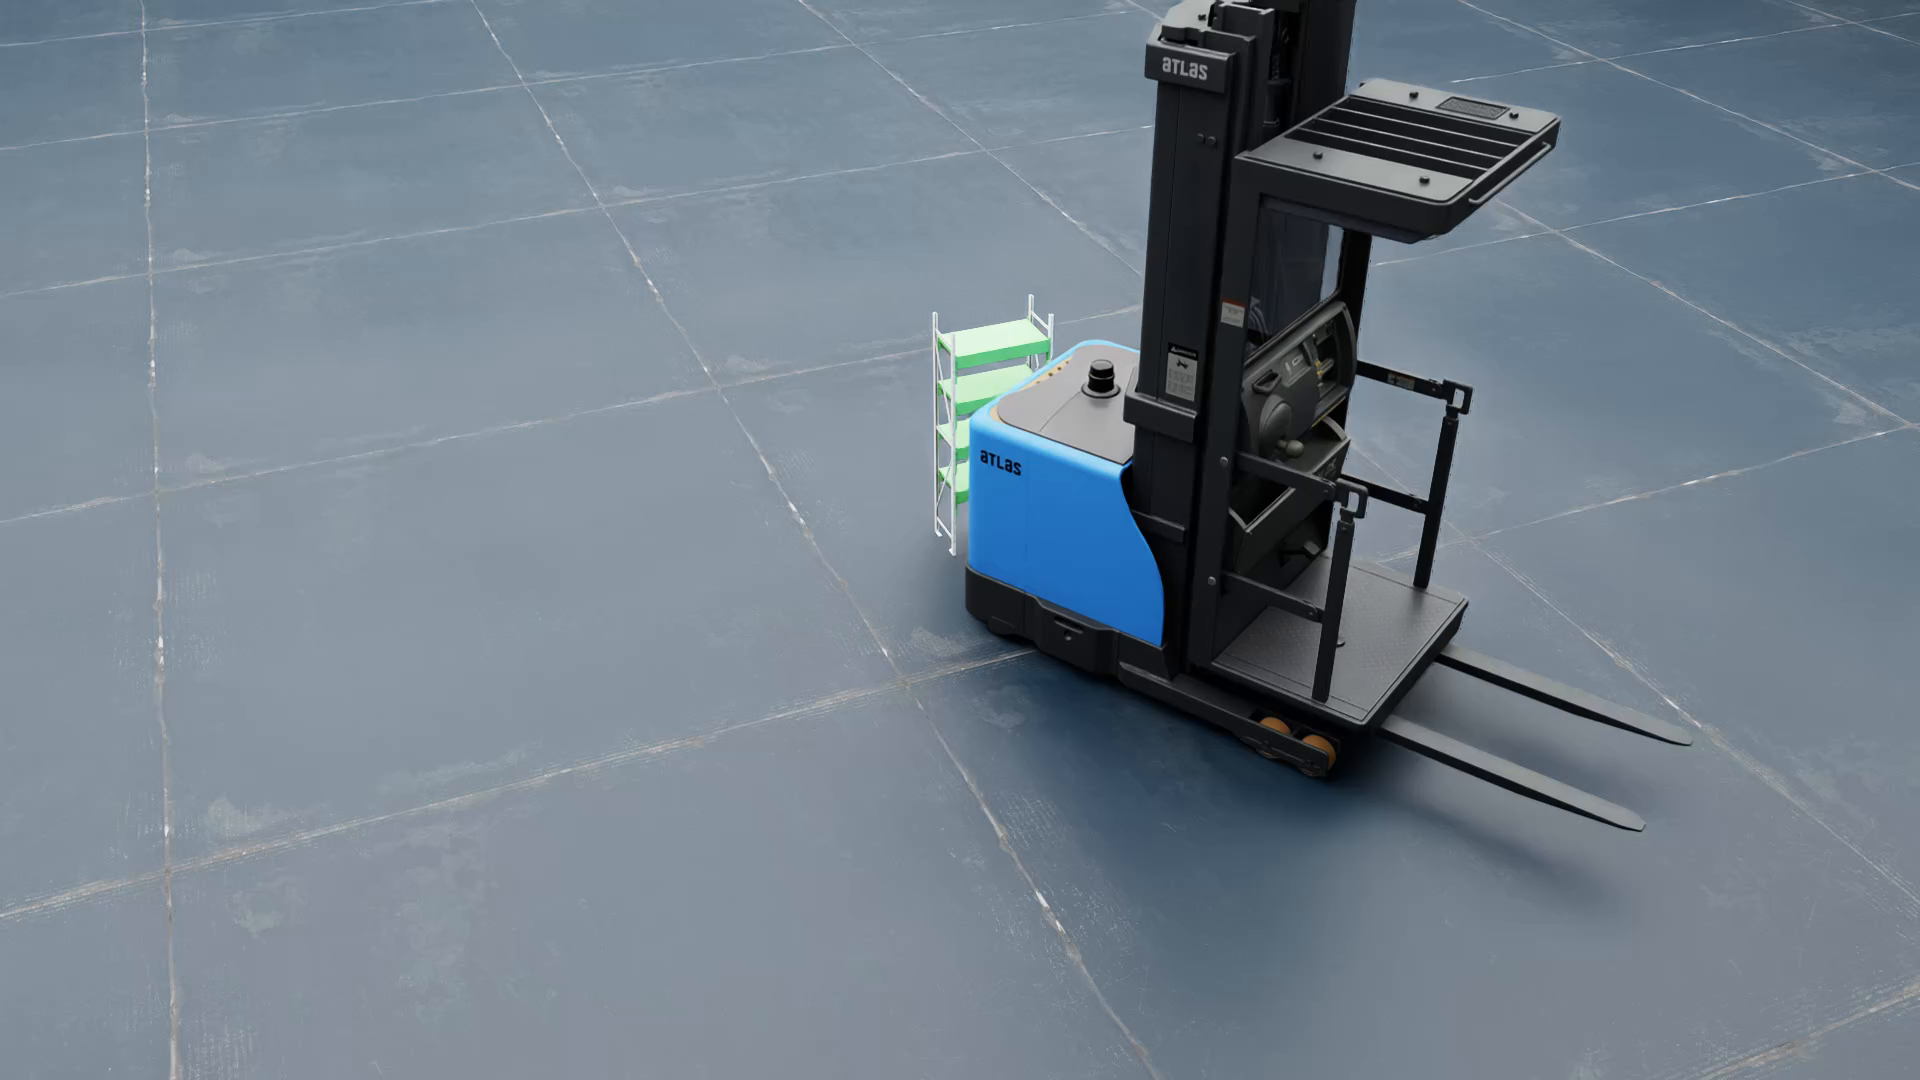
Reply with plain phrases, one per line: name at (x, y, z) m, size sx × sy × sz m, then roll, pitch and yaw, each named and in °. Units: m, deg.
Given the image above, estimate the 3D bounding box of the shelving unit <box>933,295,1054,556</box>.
shelving unit at (0.153, -0.538, 7.976) m, size 0.503 × 1.200 × 0.258 m, roll -13°, pitch 35°, yaw -19°

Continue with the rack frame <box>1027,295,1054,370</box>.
rack frame at (0.378, -0.589, 8.056) m, size 0.015 × 1.200 × 0.240 m, roll -13°, pitch 35°, yaw -19°

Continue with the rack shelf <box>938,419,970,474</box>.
rack shelf at (0.153, -0.484, 8.011) m, size 0.480 × 0.148 × 0.258 m, roll -13°, pitch 35°, yaw -19°

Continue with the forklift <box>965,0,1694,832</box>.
forklift at (1.511, -0.595, 6.477) m, size 3.031 × 2.935 × 1.130 m, roll 22°, pitch 39°, yaw 30°

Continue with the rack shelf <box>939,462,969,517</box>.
rack shelf at (0.153, -0.283, 8.142) m, size 0.480 × 0.148 × 0.258 m, roll -13°, pitch 35°, yaw -19°

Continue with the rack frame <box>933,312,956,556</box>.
rack frame at (-0.072, -0.486, 7.897) m, size 0.015 × 1.200 × 0.240 m, roll -13°, pitch 35°, yaw -19°

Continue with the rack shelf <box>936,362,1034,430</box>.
rack shelf at (0.153, -0.685, 7.880) m, size 0.480 × 0.148 × 0.258 m, roll -13°, pitch 35°, yaw -19°

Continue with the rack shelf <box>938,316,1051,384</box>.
rack shelf at (0.153, -0.887, 7.750) m, size 0.480 × 0.148 × 0.258 m, roll -13°, pitch 35°, yaw -19°
